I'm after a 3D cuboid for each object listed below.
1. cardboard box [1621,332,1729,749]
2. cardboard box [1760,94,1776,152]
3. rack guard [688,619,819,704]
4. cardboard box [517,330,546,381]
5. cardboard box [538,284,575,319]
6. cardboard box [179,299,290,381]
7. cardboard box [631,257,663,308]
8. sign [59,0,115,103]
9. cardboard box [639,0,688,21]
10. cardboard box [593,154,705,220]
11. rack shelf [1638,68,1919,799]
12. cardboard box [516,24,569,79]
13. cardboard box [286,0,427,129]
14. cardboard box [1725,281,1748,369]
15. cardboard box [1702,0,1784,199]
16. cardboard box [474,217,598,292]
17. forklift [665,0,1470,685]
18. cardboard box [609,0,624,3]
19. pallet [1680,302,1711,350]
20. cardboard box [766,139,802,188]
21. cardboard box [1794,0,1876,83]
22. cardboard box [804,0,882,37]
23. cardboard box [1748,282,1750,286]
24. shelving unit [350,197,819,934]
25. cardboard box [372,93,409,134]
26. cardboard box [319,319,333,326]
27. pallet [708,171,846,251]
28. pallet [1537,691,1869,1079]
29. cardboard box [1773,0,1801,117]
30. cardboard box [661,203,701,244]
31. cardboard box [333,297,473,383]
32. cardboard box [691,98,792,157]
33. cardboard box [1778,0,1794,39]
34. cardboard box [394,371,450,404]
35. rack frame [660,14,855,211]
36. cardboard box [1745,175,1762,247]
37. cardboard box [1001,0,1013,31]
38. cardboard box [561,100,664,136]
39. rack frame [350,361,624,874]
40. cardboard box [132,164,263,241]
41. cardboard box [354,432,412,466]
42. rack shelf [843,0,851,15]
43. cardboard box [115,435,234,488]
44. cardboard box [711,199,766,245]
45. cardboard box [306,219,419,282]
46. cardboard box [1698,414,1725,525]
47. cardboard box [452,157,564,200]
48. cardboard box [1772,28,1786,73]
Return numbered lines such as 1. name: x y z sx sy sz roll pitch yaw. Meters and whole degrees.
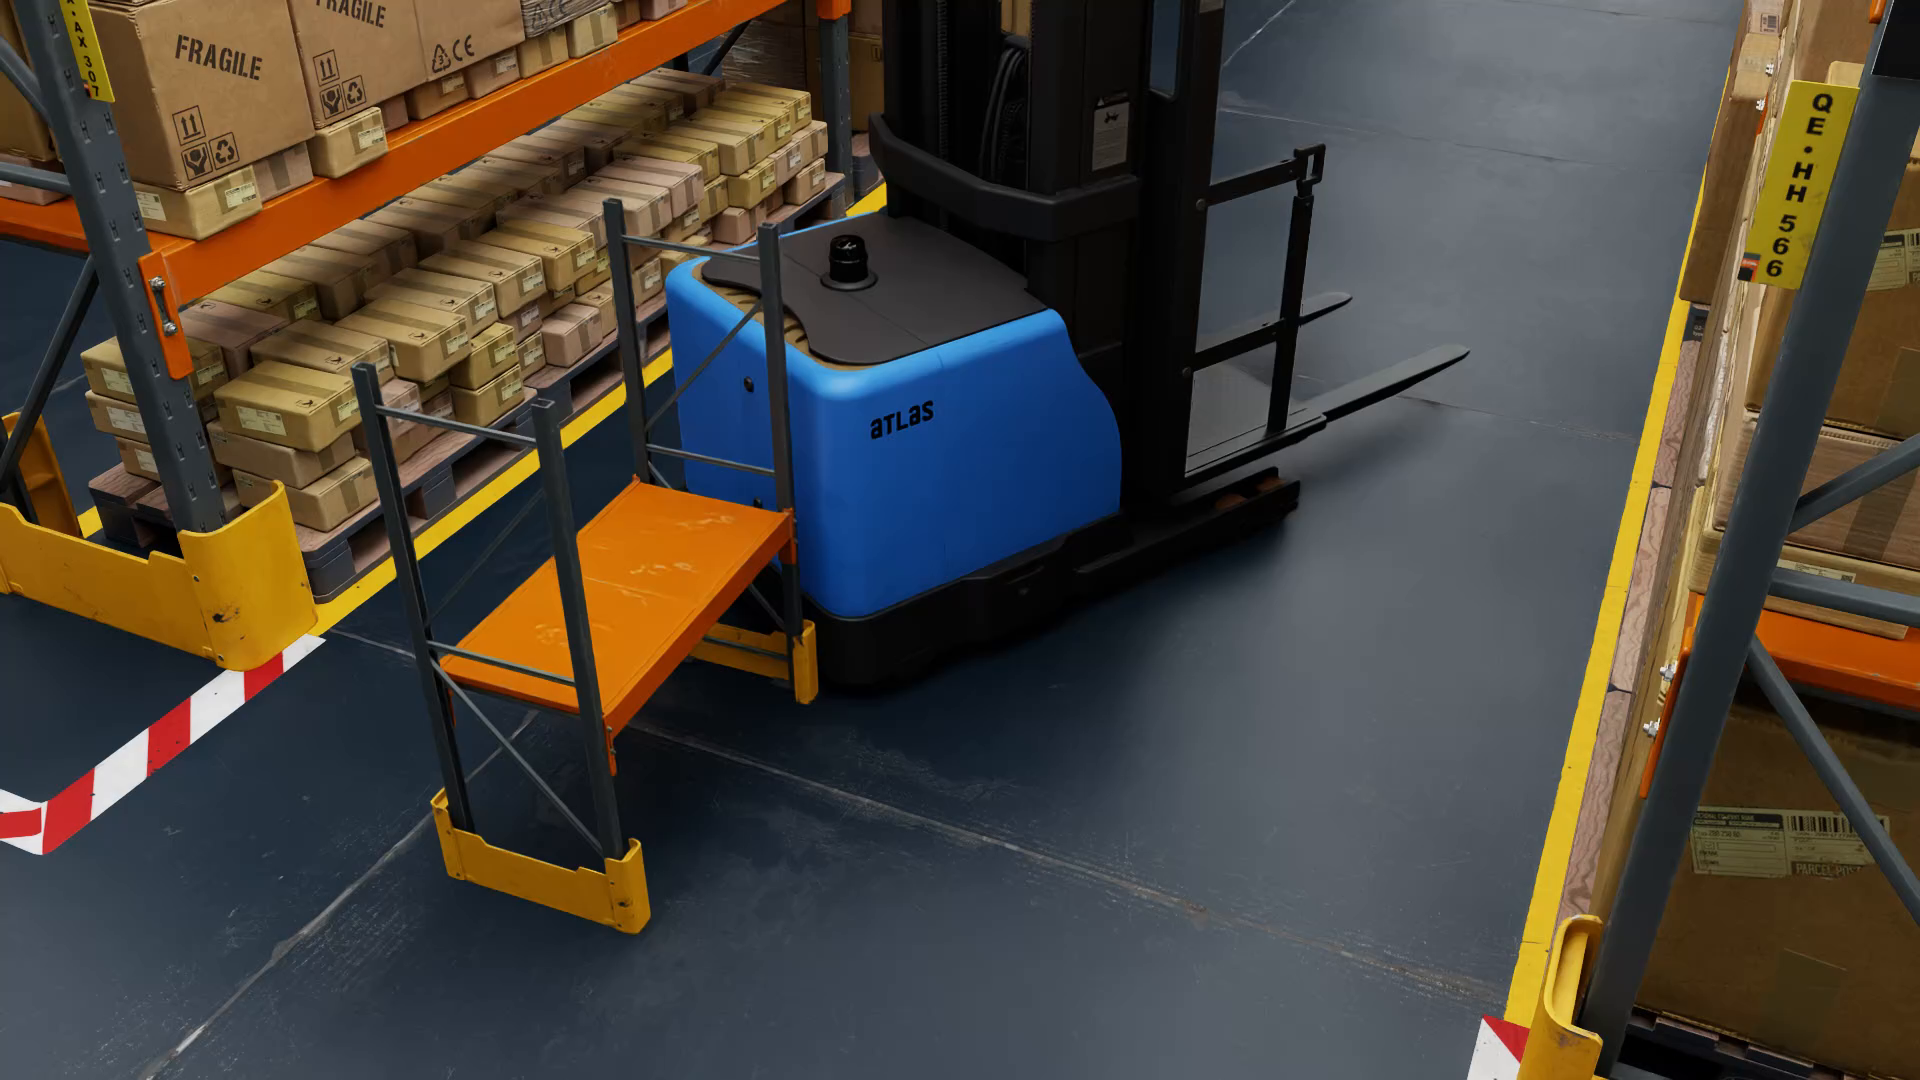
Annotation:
1. cardboard box: 2.359 0.093 4.427 0.875 0.875 0.875 14 36 20
2. cardboard box: 2.703 -1.252 5.153 0.380 0.149 0.250 13 35 19
3. rack guard: -0.711 0.311 5.048 0.587 0.250 0.087 12 35 18
4. cardboard box: -1.810 -0.714 6.320 0.380 0.149 0.250 14 36 21
5. cardboard box: -1.732 -0.995 6.477 0.380 0.149 0.250 16 37 23
6. cardboard box: -2.531 -0.684 5.731 0.380 0.149 0.250 15 36 21
7. cardboard box: -1.463 -1.090 6.893 0.380 0.149 0.250 15 36 21
8. sign: -2.186 -1.255 4.139 0.100 0.325 0.005 14 36 20
9. cardboard box: -1.304 -2.171 6.555 0.380 0.149 0.250 13 35 18
10. cardboard box: -1.295 -1.476 6.939 0.380 0.149 0.250 12 35 18
11. rack shelf: 2.620 -0.525 4.471 1.077 0.370 4.000 14 36 20
12. cardboard box: -1.640 -1.787 5.969 0.380 0.149 0.250 16 36 22
13. cardboard box: -2.040 -1.616 5.117 0.500 0.500 0.500 14 36 21
14. cardboard box: 2.059 -0.486 3.985 0.380 0.149 0.250 13 36 19
15. cardboard box: 4.080 -1.877 7.432 1.225 0.875 0.875 13 35 19
16. cardboard box: -1.619 -1.093 6.355 0.380 0.149 0.250 15 36 21
17. forklift: 0.571 -1.432 5.261 3.031 2.935 1.130 -22 39 -30
18. cardboard box: -1.379 -2.365 6.258 0.500 0.500 0.500 14 36 20
19. pallet: 3.711 -1.057 7.170 1.003 0.211 1.213 14 36 20
20. cardboard box: -0.951 -1.750 7.629 0.380 0.149 0.250 12 35 18
21. cardboard box: 2.598 -1.513 4.504 0.500 0.500 0.500 13 35 19
22. cardboard box: -0.457 -2.761 8.438 0.500 0.250 0.500 13 35 18
23. cardboard box: 2.171 -0.699 3.947 0.500 0.250 0.500 13 35 19
24. shelving unit: -0.894 0.042 4.318 0.587 1.500 1.083 12 35 18
25. cardboard box: -2.032 -1.417 5.405 0.380 0.149 0.250 16 36 23
26. cardboard box: -2.502 -0.713 6.047 0.380 0.149 0.250 13 35 19
27. pallet: -1.254 -1.501 7.847 1.003 0.211 1.213 14 36 20
28. pallet: 2.047 0.921 4.154 1.003 0.211 1.213 14 36 20
29. cardboard box: 2.810 -1.463 5.111 0.500 0.250 0.500 14 36 20
30. cardboard box: -1.330 -1.379 7.063 0.380 0.149 0.250 15 36 22
31. cardboard box: -1.924 -0.694 5.747 0.380 0.149 0.250 14 36 20
32. cardboard box: -0.989 -1.869 7.539 0.380 0.149 0.250 15 36 21
33. cardboard box: 3.405 -2.159 6.216 0.500 0.500 0.500 14 36 21
34. cardboard box: -2.039 -0.593 5.865 0.380 0.149 0.250 15 36 21
35. rack frame: -1.006 -3.010 7.605 1.000 3.000 0.127 14 36 20
36. cardboard box: 2.380 -0.869 4.569 0.380 0.149 0.250 13 35 19
37. cardboard box: -0.029 -2.975 9.448 0.500 0.500 0.500 15 36 21
38. cardboard box: -1.568 -1.857 7.521 0.380 0.149 0.250 14 36 20
39. rack frame: -1.077 0.297 3.929 0.500 1.500 0.032 12 35 18
40. cardboard box: -2.246 -0.999 4.767 0.380 0.149 0.250 14 36 20
41. cardboard box: -2.134 -0.338 5.746 0.380 0.149 0.250 14 36 20
42. rack shelf: -0.169 -3.705 9.321 1.077 0.370 4.000 14 36 20
43. cardboard box: -2.648 -0.311 5.706 0.380 0.149 0.250 15 36 21
44. cardboard box: -1.097 -1.463 7.463 0.380 0.149 0.250 13 35 19
45. cardboard box: -2.310 -1.103 6.371 0.380 0.149 0.250 16 36 22
46. cardboard box: 1.741 -0.107 3.407 0.380 0.149 0.250 15 36 21
47. cardboard box: -1.876 -1.459 6.914 0.380 0.149 0.250 13 35 19
48. cardboard box: 3.031 -1.646 5.753 0.380 0.149 0.250 14 36 21
